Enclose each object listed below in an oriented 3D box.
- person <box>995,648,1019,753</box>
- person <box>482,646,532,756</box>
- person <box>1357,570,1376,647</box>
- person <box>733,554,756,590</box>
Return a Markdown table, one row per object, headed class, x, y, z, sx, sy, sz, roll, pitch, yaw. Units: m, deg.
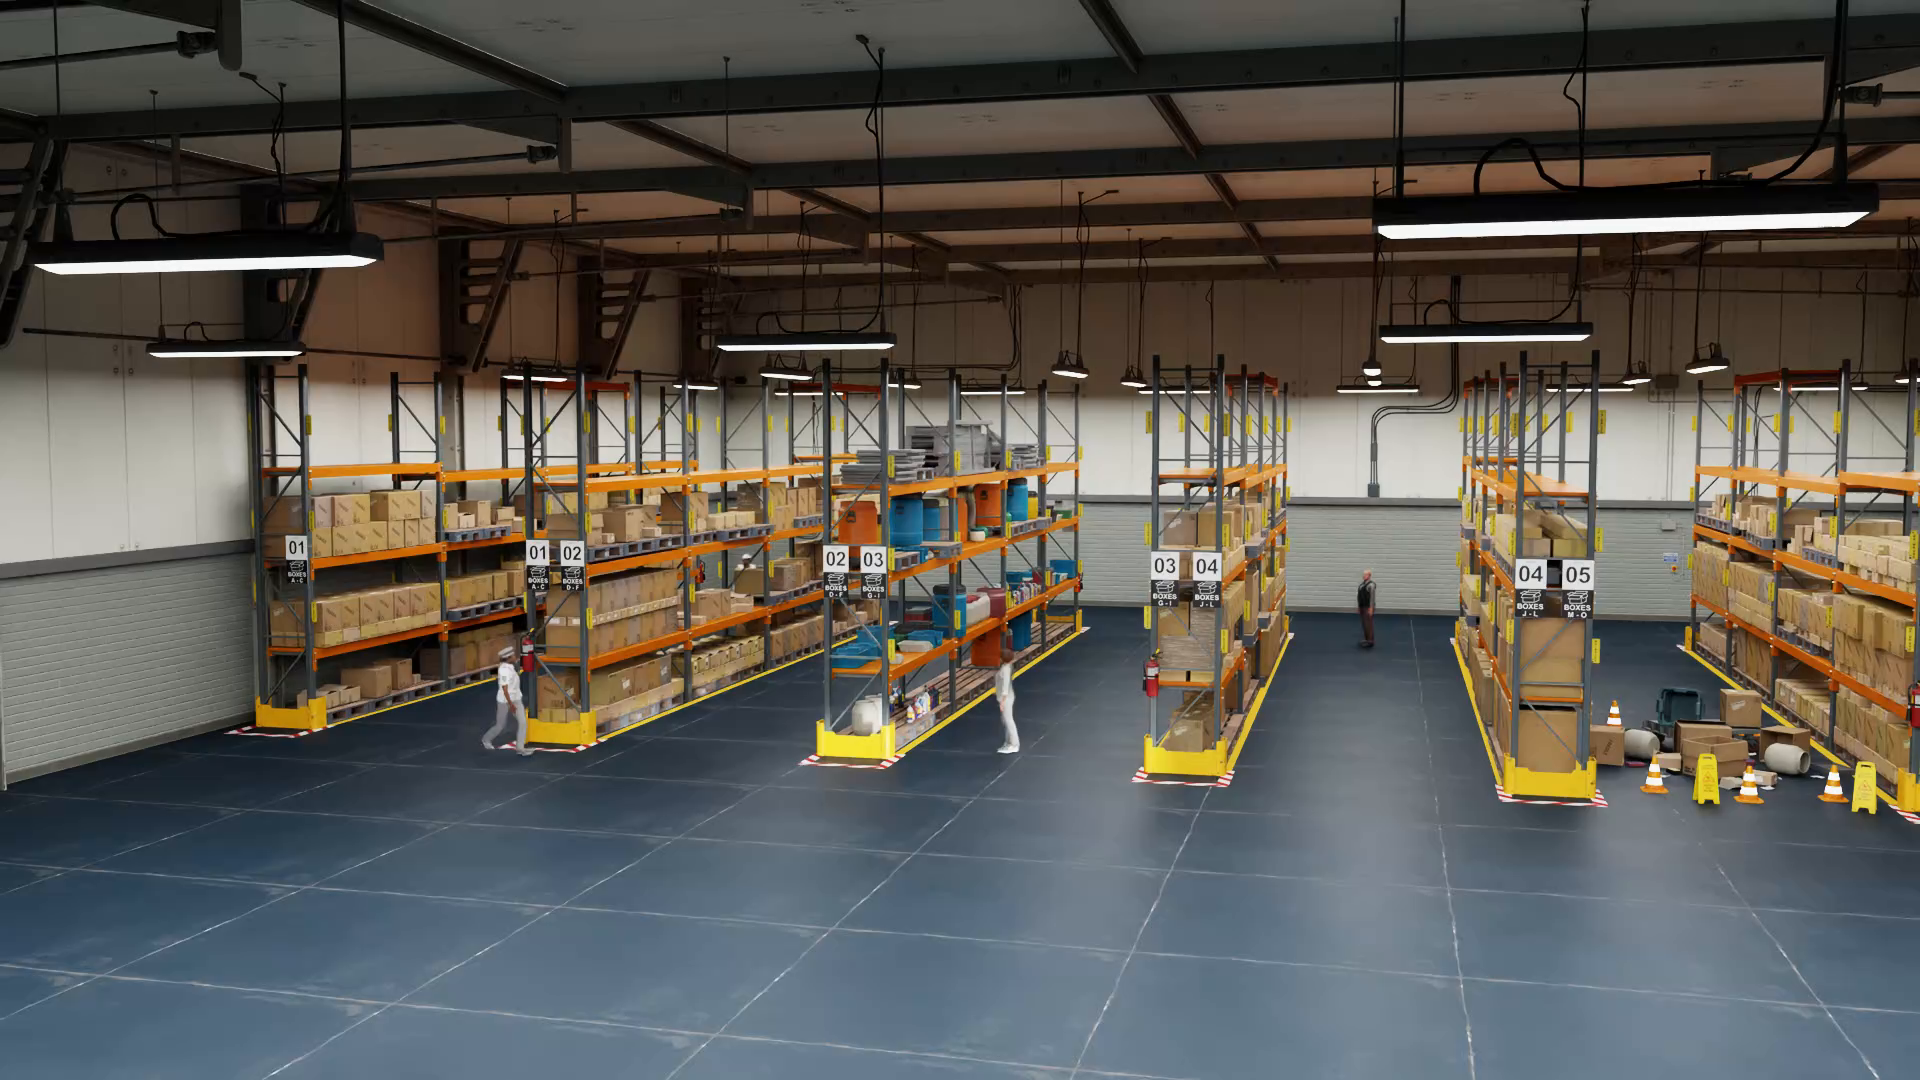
| class | x | y | z | sx | sy | sz | roll | pitch | yaw |
| --- | --- | --- | --- | --- | --- | --- | --- | --- | --- |
| person | 0.717 | 2.461 | 25.372 | 0.382 | 1.622 | 0.520 | 0 | 4 | -1 |
| person | -6.873 | 2.433 | 25.253 | 0.865 | 1.636 | 0.430 | 3 | 5 | 35 |
| person | 9.182 | 1.545 | 37.611 | 0.365 | 1.725 | 0.559 | 0 | 4 | -5 |
| person | -5.450 | 1.252 | 42.287 | 0.727 | 1.808 | 0.878 | 1 | 4 | 13 |
